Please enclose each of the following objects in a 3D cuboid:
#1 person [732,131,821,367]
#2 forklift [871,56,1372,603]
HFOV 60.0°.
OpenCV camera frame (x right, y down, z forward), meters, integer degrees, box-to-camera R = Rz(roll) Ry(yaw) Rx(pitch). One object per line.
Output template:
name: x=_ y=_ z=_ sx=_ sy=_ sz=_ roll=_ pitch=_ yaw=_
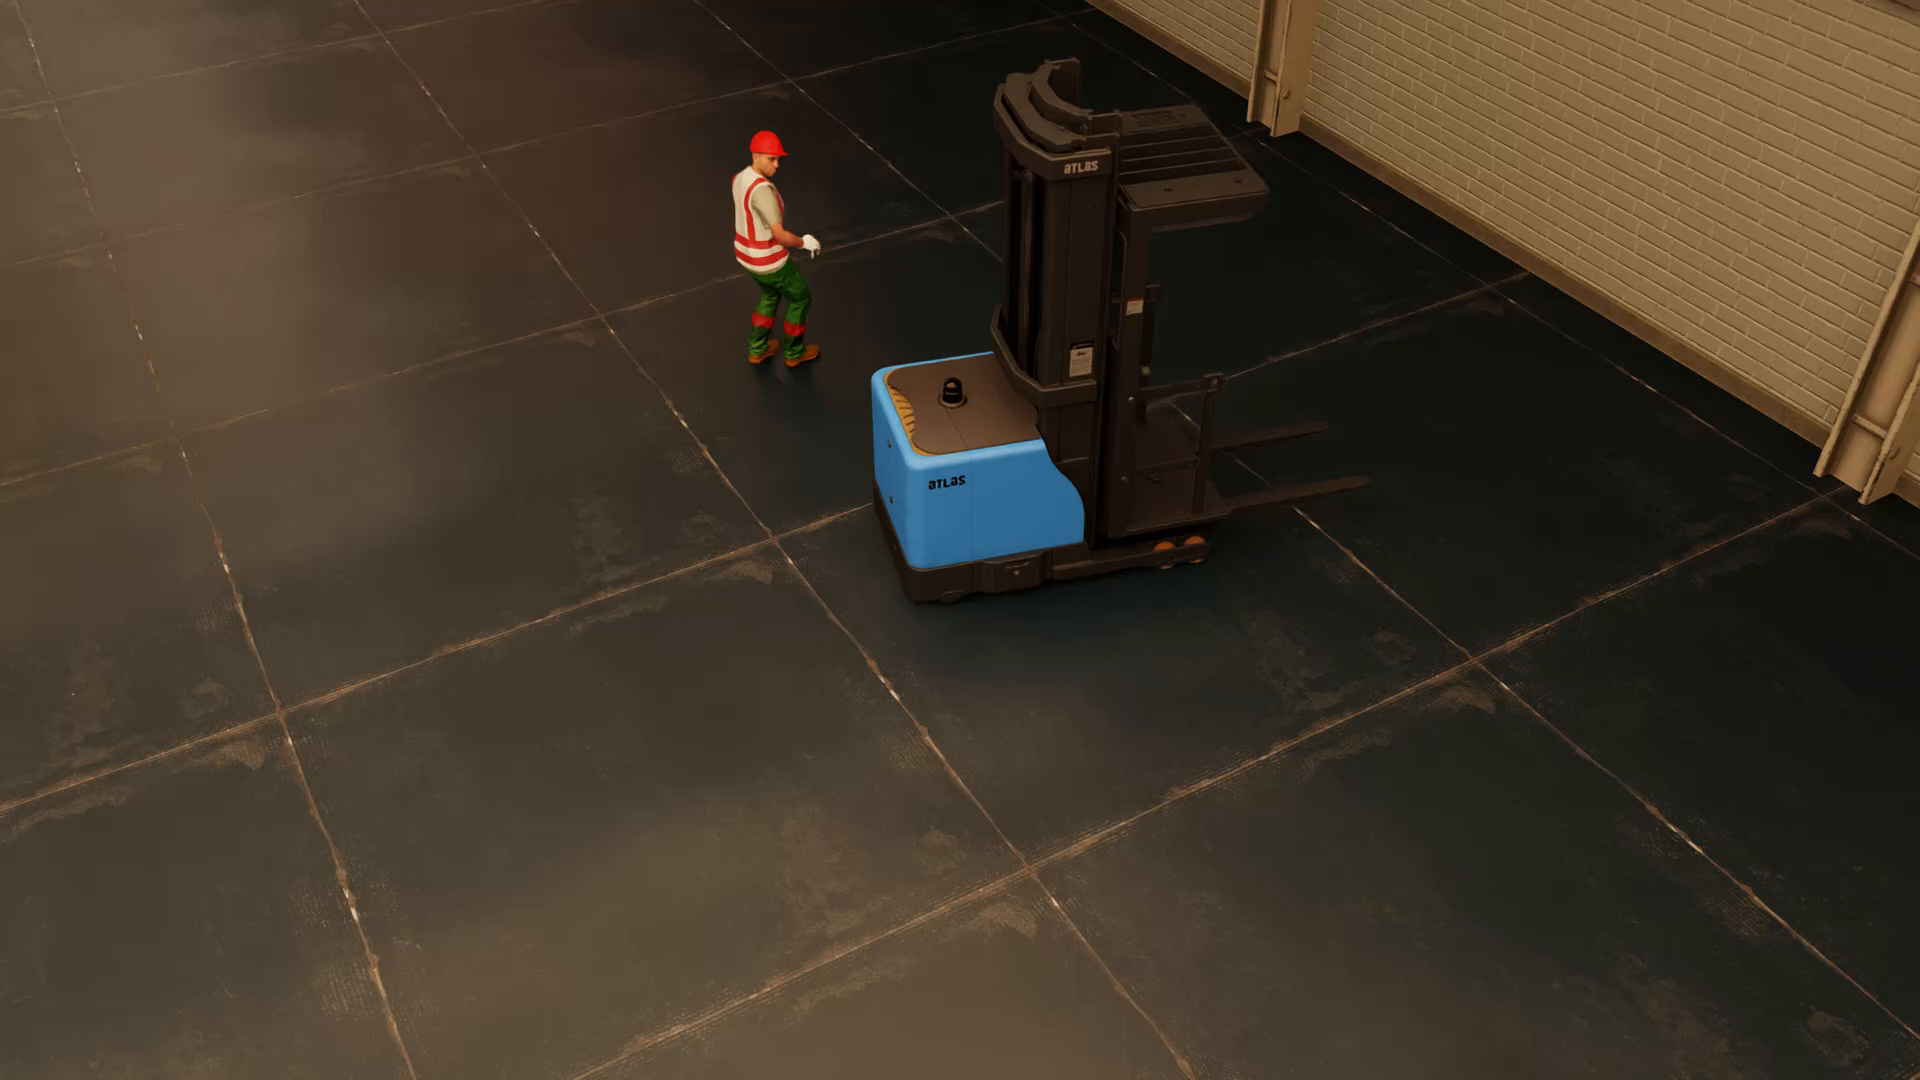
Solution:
person: x=-1.287 y=-1.972 z=11.375 sx=0.520 sy=1.728 sz=0.763 roll=-26 pitch=46 yaw=-28
forklift: x=1.033 y=-1.271 z=9.569 sx=3.031 sy=2.935 sz=1.130 roll=-10 pitch=41 yaw=-12
